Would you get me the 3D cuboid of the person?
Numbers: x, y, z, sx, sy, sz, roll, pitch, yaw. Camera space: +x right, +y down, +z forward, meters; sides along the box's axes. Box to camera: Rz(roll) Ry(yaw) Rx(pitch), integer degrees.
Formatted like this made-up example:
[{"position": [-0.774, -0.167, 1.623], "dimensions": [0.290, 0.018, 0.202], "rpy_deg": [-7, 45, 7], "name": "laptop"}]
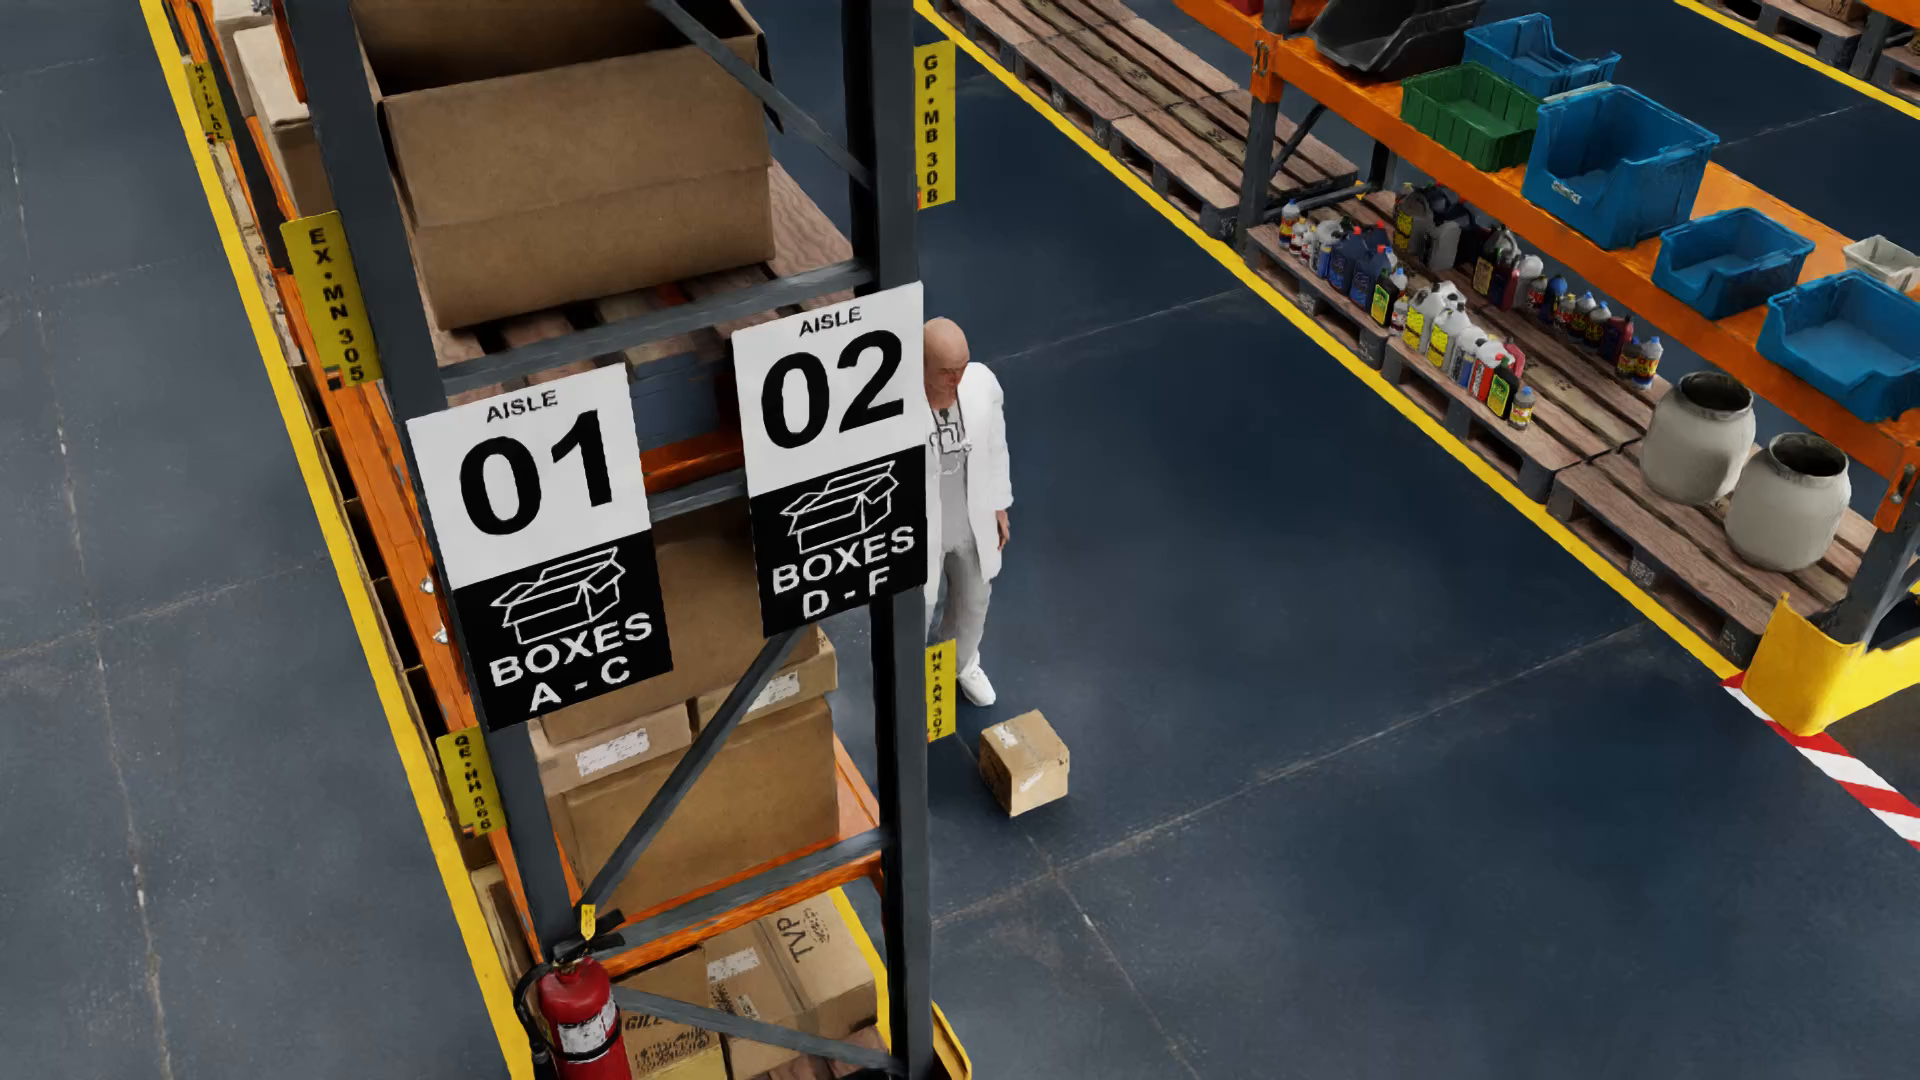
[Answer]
[{"position": [-0.058, 0.016, 6.308], "dimensions": [0.562, 1.574, 0.376], "rpy_deg": [-18, 44, -20], "name": "person"}]
